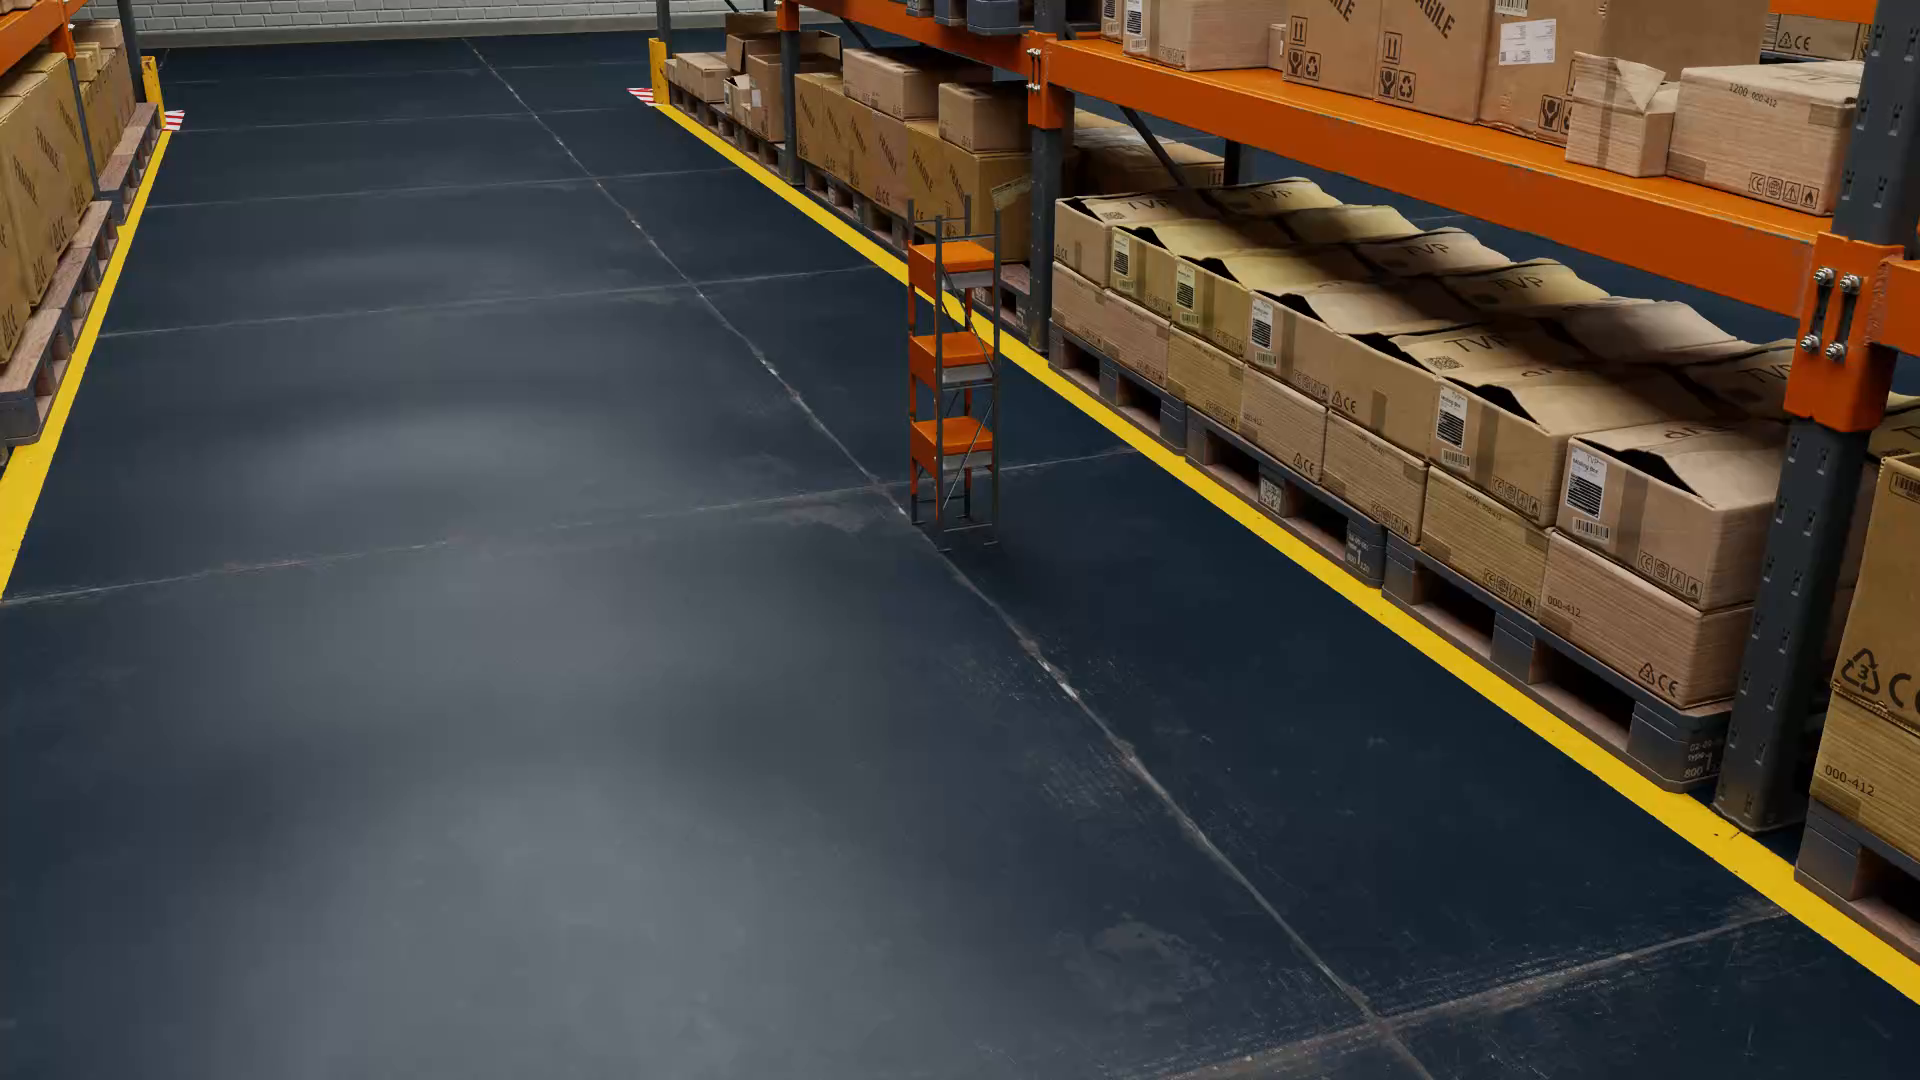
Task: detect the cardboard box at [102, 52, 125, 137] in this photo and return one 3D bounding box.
[{"bbox_3d":[-5.977,-2.929,11.015,0.700,0.500,0.500,-9,25,-21],"label":"cardboard box"}]

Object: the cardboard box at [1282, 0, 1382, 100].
[{"bbox_3d":[1.395,-1.706,5.306,0.500,0.500,0.500,-10,25,-22],"label":"cardboard box"}]

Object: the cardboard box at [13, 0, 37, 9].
[{"bbox_3d":[-4.566,-2.572,7.788,0.380,0.149,0.250,-8,24,-19],"label":"cardboard box"}]

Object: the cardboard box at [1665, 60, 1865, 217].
[{"bbox_3d":[1.985,-0.917,3.757,0.500,0.250,0.500,-7,24,-16],"label":"cardboard box"}]

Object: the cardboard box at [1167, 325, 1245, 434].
[{"bbox_3d":[1.064,-0.592,5.792,0.500,0.250,0.500,-9,24,-20],"label":"cardboard box"}]

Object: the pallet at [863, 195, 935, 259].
[{"bbox_3d":[0.131,-1.701,9.014,1.003,0.211,1.213,-8,24,-19],"label":"pallet"}]

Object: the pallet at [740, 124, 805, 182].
[{"bbox_3d":[-0.868,-2.685,11.349,1.003,0.211,1.213,-8,24,-19],"label":"pallet"}]

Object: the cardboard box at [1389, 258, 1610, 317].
[{"bbox_3d":[1.742,-0.741,5.424,0.500,0.311,0.500,-8,24,-18],"label":"cardboard box"}]

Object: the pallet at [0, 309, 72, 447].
[{"bbox_3d":[-4.054,-0.598,6.396,1.003,0.211,1.213,-8,24,-19],"label":"pallet"}]

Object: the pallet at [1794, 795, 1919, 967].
[{"bbox_3d":[2.441,0.766,3.160,1.003,0.211,1.213,-8,24,-19],"label":"pallet"}]

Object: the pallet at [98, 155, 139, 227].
[{"bbox_3d":[-5.455,-2.041,9.821,1.003,0.211,1.213,-8,24,-19],"label":"pallet"}]

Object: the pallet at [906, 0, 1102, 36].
[{"bbox_3d":[0.481,-2.415,7.365,1.213,0.211,1.003,-8,24,-19],"label":"pallet"}]

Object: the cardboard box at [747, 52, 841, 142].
[{"bbox_3d":[-1.093,-2.939,11.014,0.500,0.500,0.500,-8,24,-19],"label":"cardboard box"}]

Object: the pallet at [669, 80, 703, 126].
[{"bbox_3d":[-1.730,-3.571,13.452,1.003,0.211,1.213,-8,24,-19],"label":"pallet"}]

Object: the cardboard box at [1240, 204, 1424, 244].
[{"bbox_3d":[1.392,-1.107,6.293,0.500,0.311,0.500,-9,24,-20],"label":"cardboard box"}]

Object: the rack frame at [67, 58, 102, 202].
[{"bbox_3d":[-5.260,-3.039,8.599,1.000,3.000,0.127,-8,24,-19],"label":"rack frame"}]

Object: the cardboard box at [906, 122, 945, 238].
[{"bbox_3d":[0.054,-1.813,8.342,0.500,0.500,0.500,-9,25,-21],"label":"cardboard box"}]

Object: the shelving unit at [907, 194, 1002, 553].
[{"bbox_3d":[-0.019,-0.503,5.092,0.215,1.050,0.252,-8,24,-19],"label":"shelving unit"}]

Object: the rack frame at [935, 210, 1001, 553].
[{"bbox_3d":[0.024,-0.459,4.987,0.200,1.050,0.008,-8,24,-19],"label":"rack frame"}]

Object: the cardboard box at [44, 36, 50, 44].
[{"bbox_3d":[-6.205,-3.243,10.925,0.380,0.149,0.250,-8,24,-18],"label":"cardboard box"}]

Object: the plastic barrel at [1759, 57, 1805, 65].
[{"bbox_3d":[4.834,-2.613,10.152,0.600,0.588,0.708,-8,24,-19],"label":"plastic barrel"}]

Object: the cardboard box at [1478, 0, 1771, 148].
[{"bbox_3d":[1.757,-1.332,4.420,0.500,0.500,0.500,-7,24,-15],"label":"cardboard box"}]

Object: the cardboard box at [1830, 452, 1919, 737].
[{"bbox_3d":[2.070,0.126,3.123,0.500,0.500,0.500,-8,24,-19],"label":"cardboard box"}]

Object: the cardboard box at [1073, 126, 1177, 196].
[{"bbox_3d":[0.703,-1.712,8.101,0.500,0.500,0.500,-9,25,-21],"label":"cardboard box"}]

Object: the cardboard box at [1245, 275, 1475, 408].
[{"bbox_3d":[1.250,-0.659,5.229,0.500,0.311,0.500,-9,24,-20],"label":"cardboard box"}]

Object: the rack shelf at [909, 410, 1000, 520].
[{"bbox_3d":[-0.019,-0.237,5.204,0.215,0.259,0.240,-8,24,-19],"label":"rack shelf"}]

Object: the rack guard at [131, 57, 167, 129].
[{"bbox_3d":[-6.681,-3.350,12.553,1.175,0.500,0.348,-8,24,-19],"label":"rack guard"}]

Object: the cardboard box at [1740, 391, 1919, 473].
[{"bbox_3d":[2.287,-0.183,4.099,0.500,0.311,0.500,-8,24,-19],"label":"cardboard box"}]

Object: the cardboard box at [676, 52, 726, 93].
[{"bbox_3d":[-1.936,-3.691,13.119,0.500,0.250,0.500,-8,24,-19],"label":"cardboard box"}]

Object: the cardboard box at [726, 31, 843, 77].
[{"bbox_3d":[-1.295,-3.455,12.232,0.797,0.503,0.637,-8,24,-19],"label":"cardboard box"}]

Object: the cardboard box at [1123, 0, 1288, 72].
[{"bbox_3d":[0.921,-1.874,5.950,0.500,0.311,0.500,-9,24,-20],"label":"cardboard box"}]

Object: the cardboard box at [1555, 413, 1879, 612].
[{"bbox_3d":[1.788,-0.106,3.917,0.500,0.311,0.500,-8,24,-19],"label":"cardboard box"}]

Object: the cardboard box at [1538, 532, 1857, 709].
[{"bbox_3d":[1.782,0.149,4.034,0.500,0.250,0.500,-9,24,-20],"label":"cardboard box"}]

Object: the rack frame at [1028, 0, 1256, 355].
[{"bbox_3d":[0.787,-2.267,6.766,1.000,3.000,0.127,-8,24,-19],"label":"rack frame"}]

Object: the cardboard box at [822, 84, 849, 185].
[{"bbox_3d":[-0.485,-2.370,9.662,0.500,0.500,0.500,-8,24,-18],"label":"cardboard box"}]

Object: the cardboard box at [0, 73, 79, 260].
[{"bbox_3d":[-4.591,-1.701,7.651,0.750,0.750,0.750,-8,24,-17],"label":"cardboard box"}]

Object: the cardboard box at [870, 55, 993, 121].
[{"bbox_3d":[-0.153,-2.362,8.678,0.500,0.250,0.500,-9,24,-20],"label":"cardboard box"}]

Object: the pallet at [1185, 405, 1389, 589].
[{"bbox_3d":[1.468,-0.235,5.536,1.003,0.211,1.213,-8,24,-19],"label":"pallet"}]

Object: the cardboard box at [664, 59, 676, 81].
[{"bbox_3d":[-2.213,-3.863,13.658,0.380,0.149,0.250,-8,24,-19],"label":"cardboard box"}]

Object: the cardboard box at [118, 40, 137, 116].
[{"bbox_3d":[-6.332,-3.294,11.880,0.700,0.500,0.500,-8,24,-19],"label":"cardboard box"}]

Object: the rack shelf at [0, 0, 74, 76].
[{"bbox_3d":[-4.553,-1.981,7.014,1.077,0.370,4.000,-8,24,-19],"label":"rack shelf"}]

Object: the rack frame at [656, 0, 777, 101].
[{"bbox_3d":[-2.040,-5.174,13.663,1.000,3.000,0.127,-8,24,-19],"label":"rack frame"}]

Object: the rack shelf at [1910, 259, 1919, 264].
[{"bbox_3d":[2.906,0.122,1.682,0.919,0.052,3.809,-8,24,-19],"label":"rack shelf"}]

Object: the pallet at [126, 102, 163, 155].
[{"bbox_3d":[-6.317,-2.928,11.925,1.003,0.211,1.213,-8,24,-19],"label":"pallet"}]

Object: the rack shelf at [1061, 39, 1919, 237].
[{"bbox_3d":[1.493,-1.299,5.144,0.919,0.124,3.809,-8,24,-19],"label":"rack shelf"}]

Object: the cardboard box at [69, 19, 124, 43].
[{"bbox_3d":[-6.116,-3.571,11.703,0.380,0.149,0.250,-9,24,-20],"label":"cardboard box"}]

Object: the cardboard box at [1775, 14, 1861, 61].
[{"bbox_3d":[8.166,-4.870,15.138,0.875,0.875,0.875,-8,24,-19],"label":"cardboard box"}]

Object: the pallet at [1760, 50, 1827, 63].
[{"bbox_3d":[8.012,-4.524,15.712,1.003,0.211,1.213,-8,24,-19],"label":"pallet"}]

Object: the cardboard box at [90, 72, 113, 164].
[{"bbox_3d":[-5.602,-2.550,10.115,0.700,0.500,0.500,-9,24,-20],"label":"cardboard box"}]

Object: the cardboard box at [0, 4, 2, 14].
[{"bbox_3d":[-4.467,-2.381,7.335,0.380,0.149,0.250,-9,24,-20],"label":"cardboard box"}]
